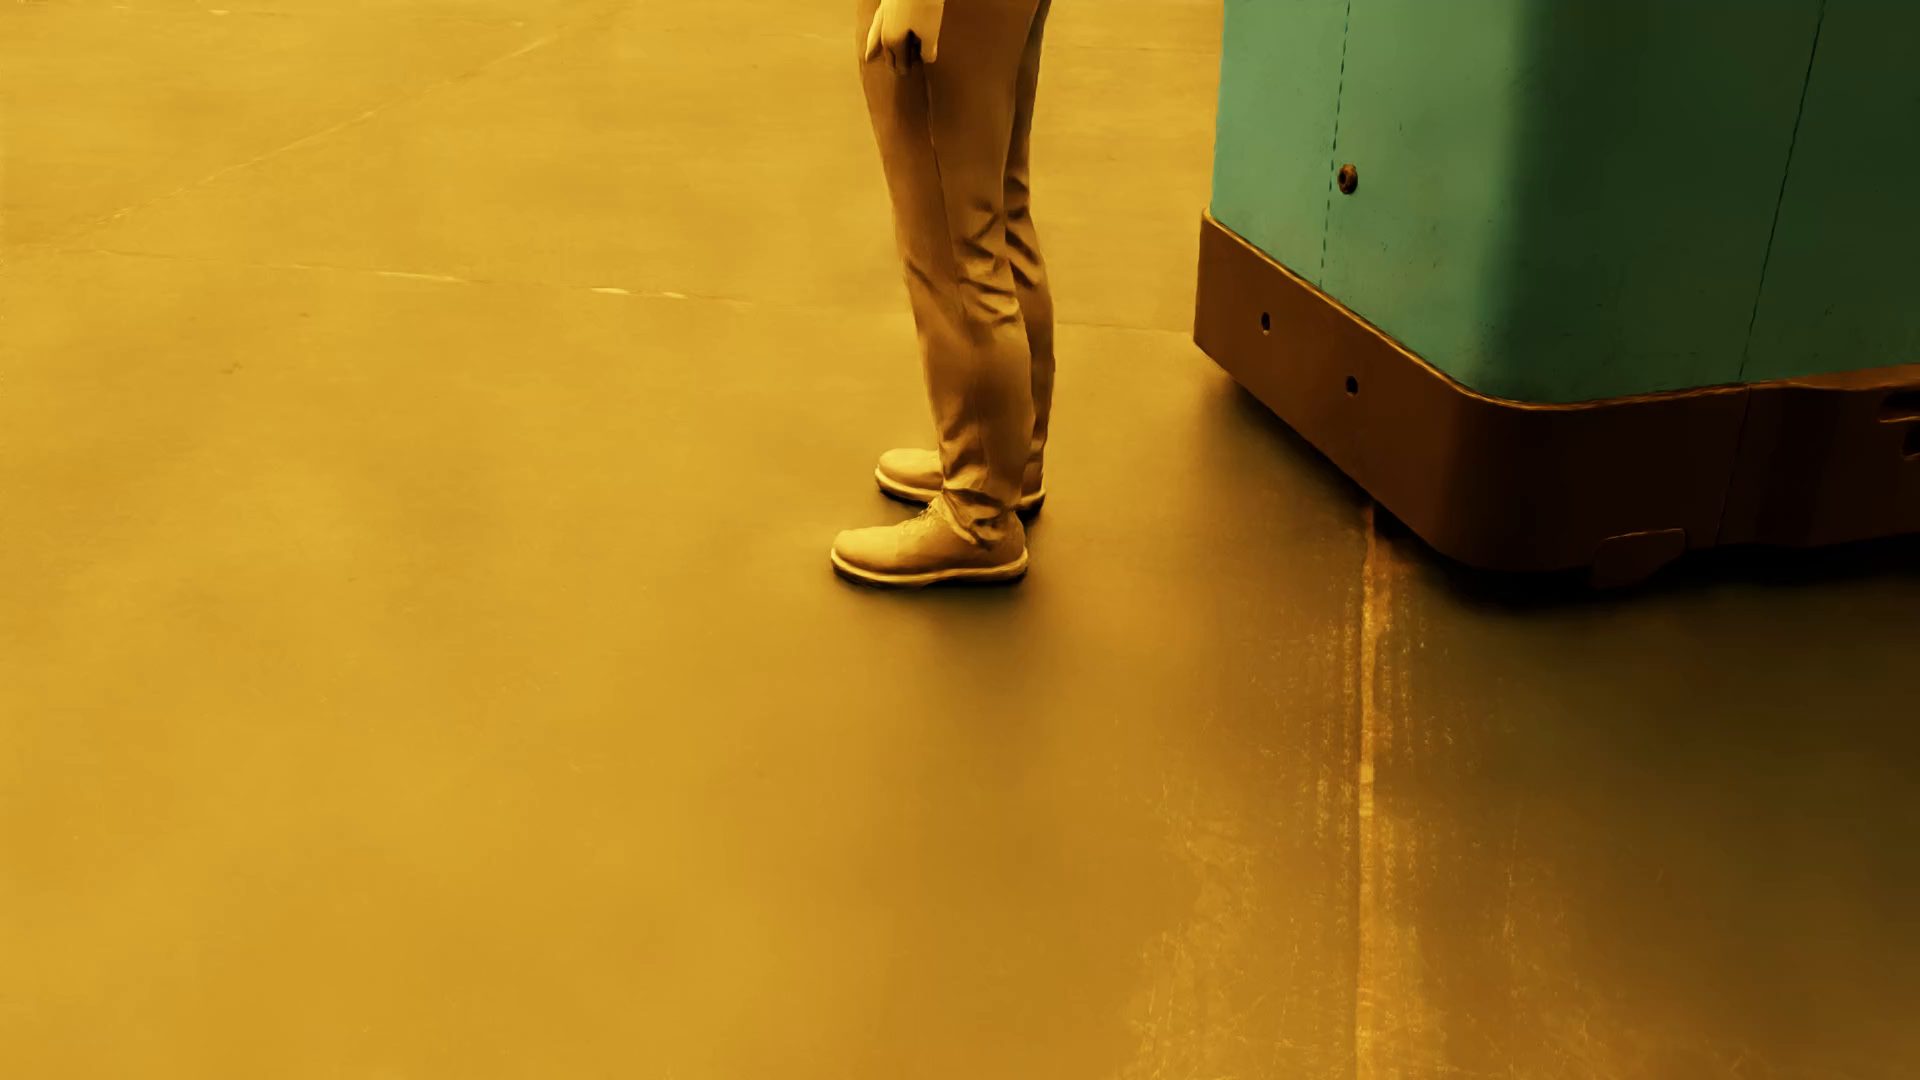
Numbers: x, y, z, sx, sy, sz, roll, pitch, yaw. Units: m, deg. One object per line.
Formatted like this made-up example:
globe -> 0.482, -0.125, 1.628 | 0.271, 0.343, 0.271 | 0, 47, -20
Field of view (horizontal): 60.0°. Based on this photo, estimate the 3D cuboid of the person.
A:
person -> -0.015, -0.754, 2.122 | 0.337, 1.692, 0.463 | 6, 27, 11

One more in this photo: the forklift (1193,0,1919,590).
forklift -> 2.006, -1.598, 2.414 | 3.031, 2.935, 1.130 | -7, 28, -14
